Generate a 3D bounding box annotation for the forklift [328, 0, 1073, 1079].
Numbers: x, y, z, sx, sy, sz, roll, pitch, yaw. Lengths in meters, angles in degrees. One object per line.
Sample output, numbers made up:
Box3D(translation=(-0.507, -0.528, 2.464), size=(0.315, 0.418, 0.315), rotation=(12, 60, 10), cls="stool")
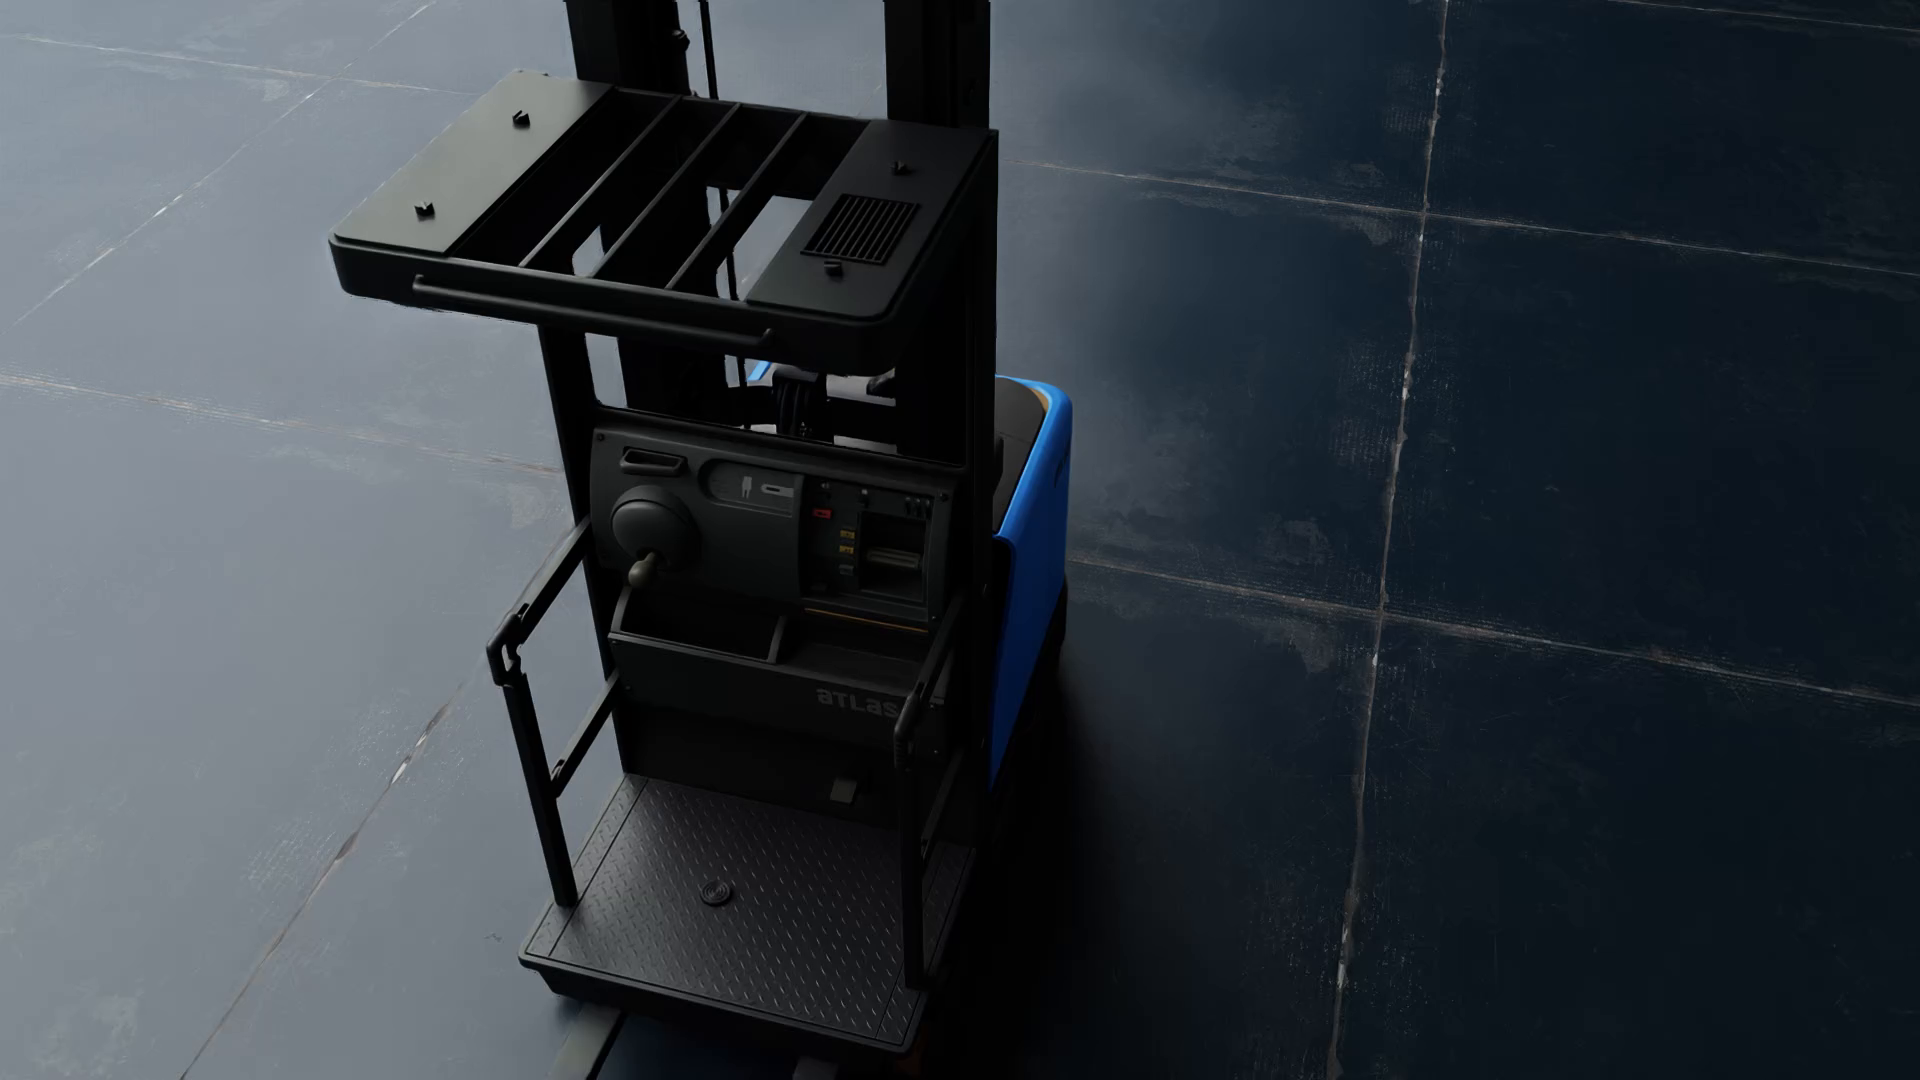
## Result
Box3D(translation=(-0.524, 0.050, 3.911), size=(1.130, 2.935, 3.031), rotation=(10, 41, 12), cls="forklift")
